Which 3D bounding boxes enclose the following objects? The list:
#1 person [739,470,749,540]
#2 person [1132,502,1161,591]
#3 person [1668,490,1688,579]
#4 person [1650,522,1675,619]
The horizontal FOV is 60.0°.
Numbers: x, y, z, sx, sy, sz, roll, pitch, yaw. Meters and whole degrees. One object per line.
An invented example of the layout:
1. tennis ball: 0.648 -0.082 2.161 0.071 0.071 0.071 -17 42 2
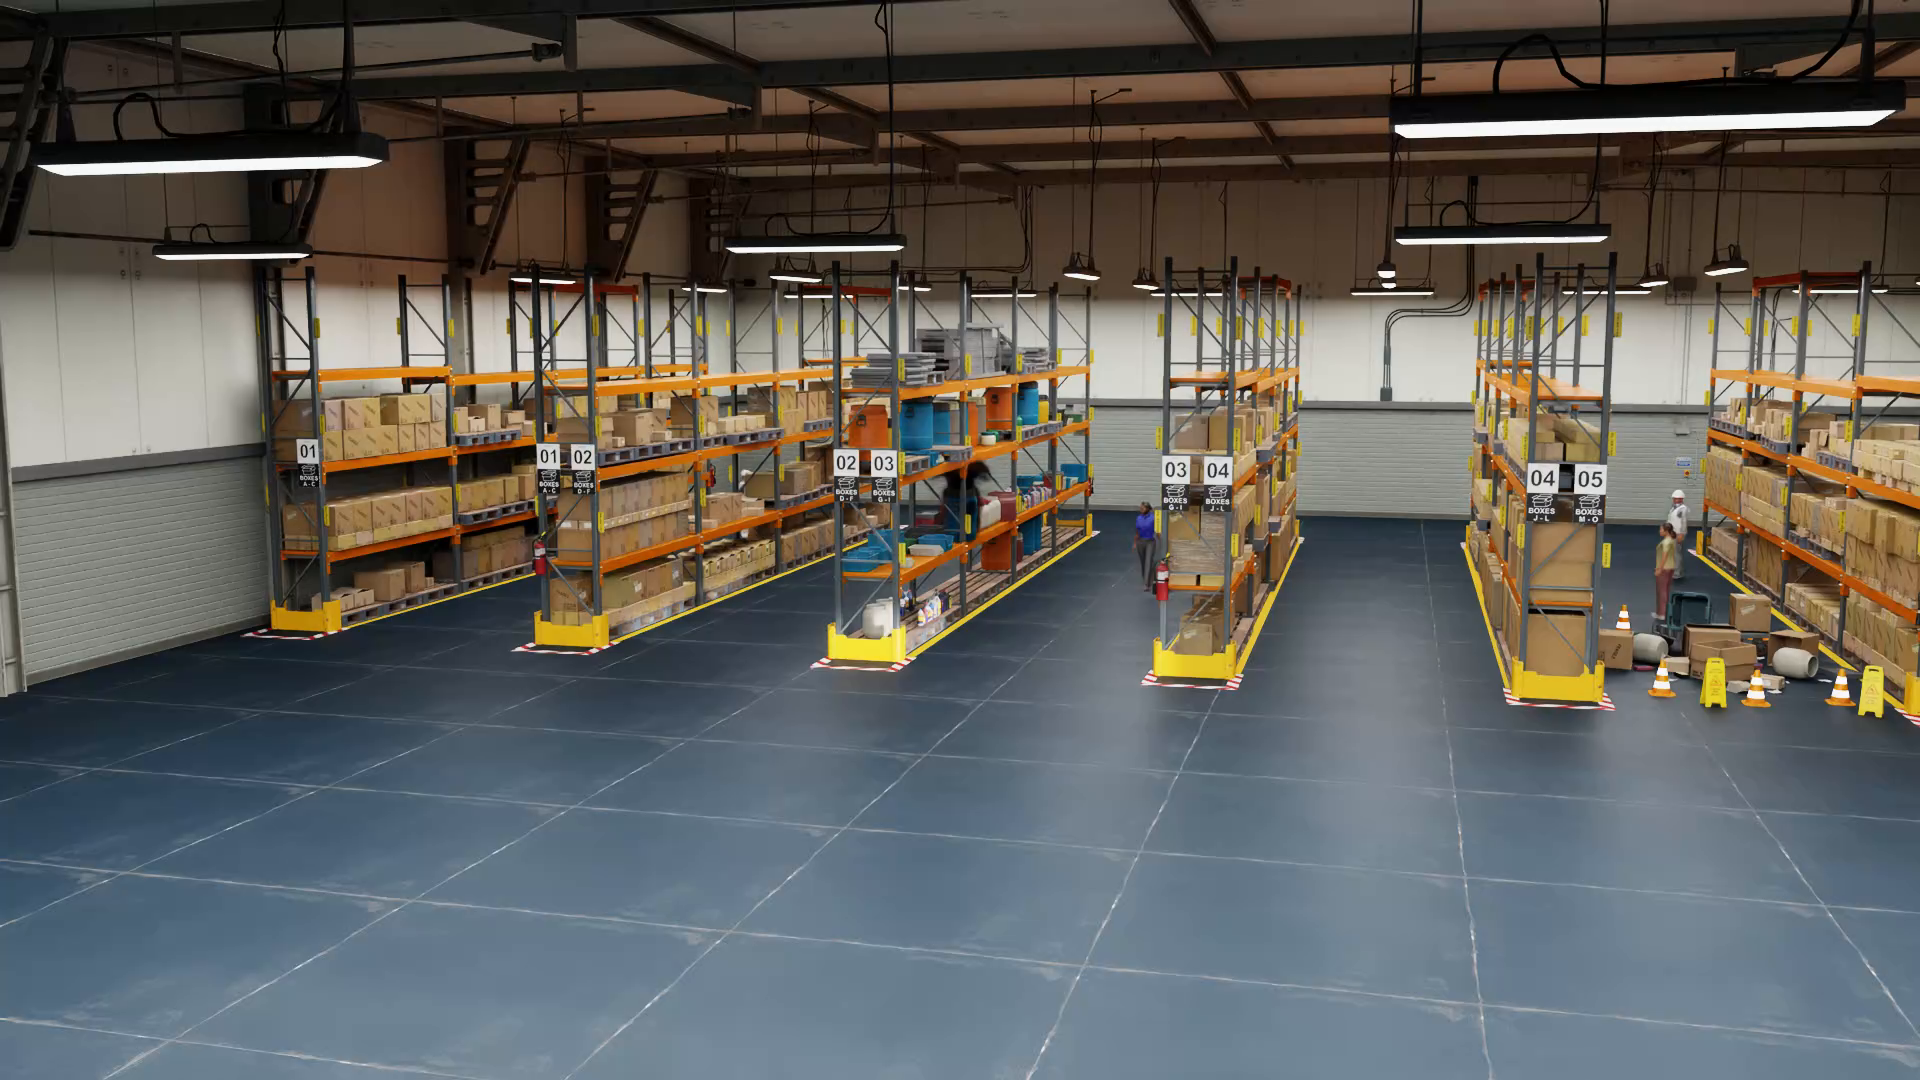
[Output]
1. person: -4.823 -0.704 37.992 0.513 1.807 0.568 4 8 28
2. person: 3.404 0.105 30.079 0.554 1.617 0.829 3 8 21
3. person: 14.446 -0.116 33.535 0.392 1.773 0.623 3 8 22
4. person: 12.173 0.526 28.870 0.508 1.681 0.432 -5 9 -36
